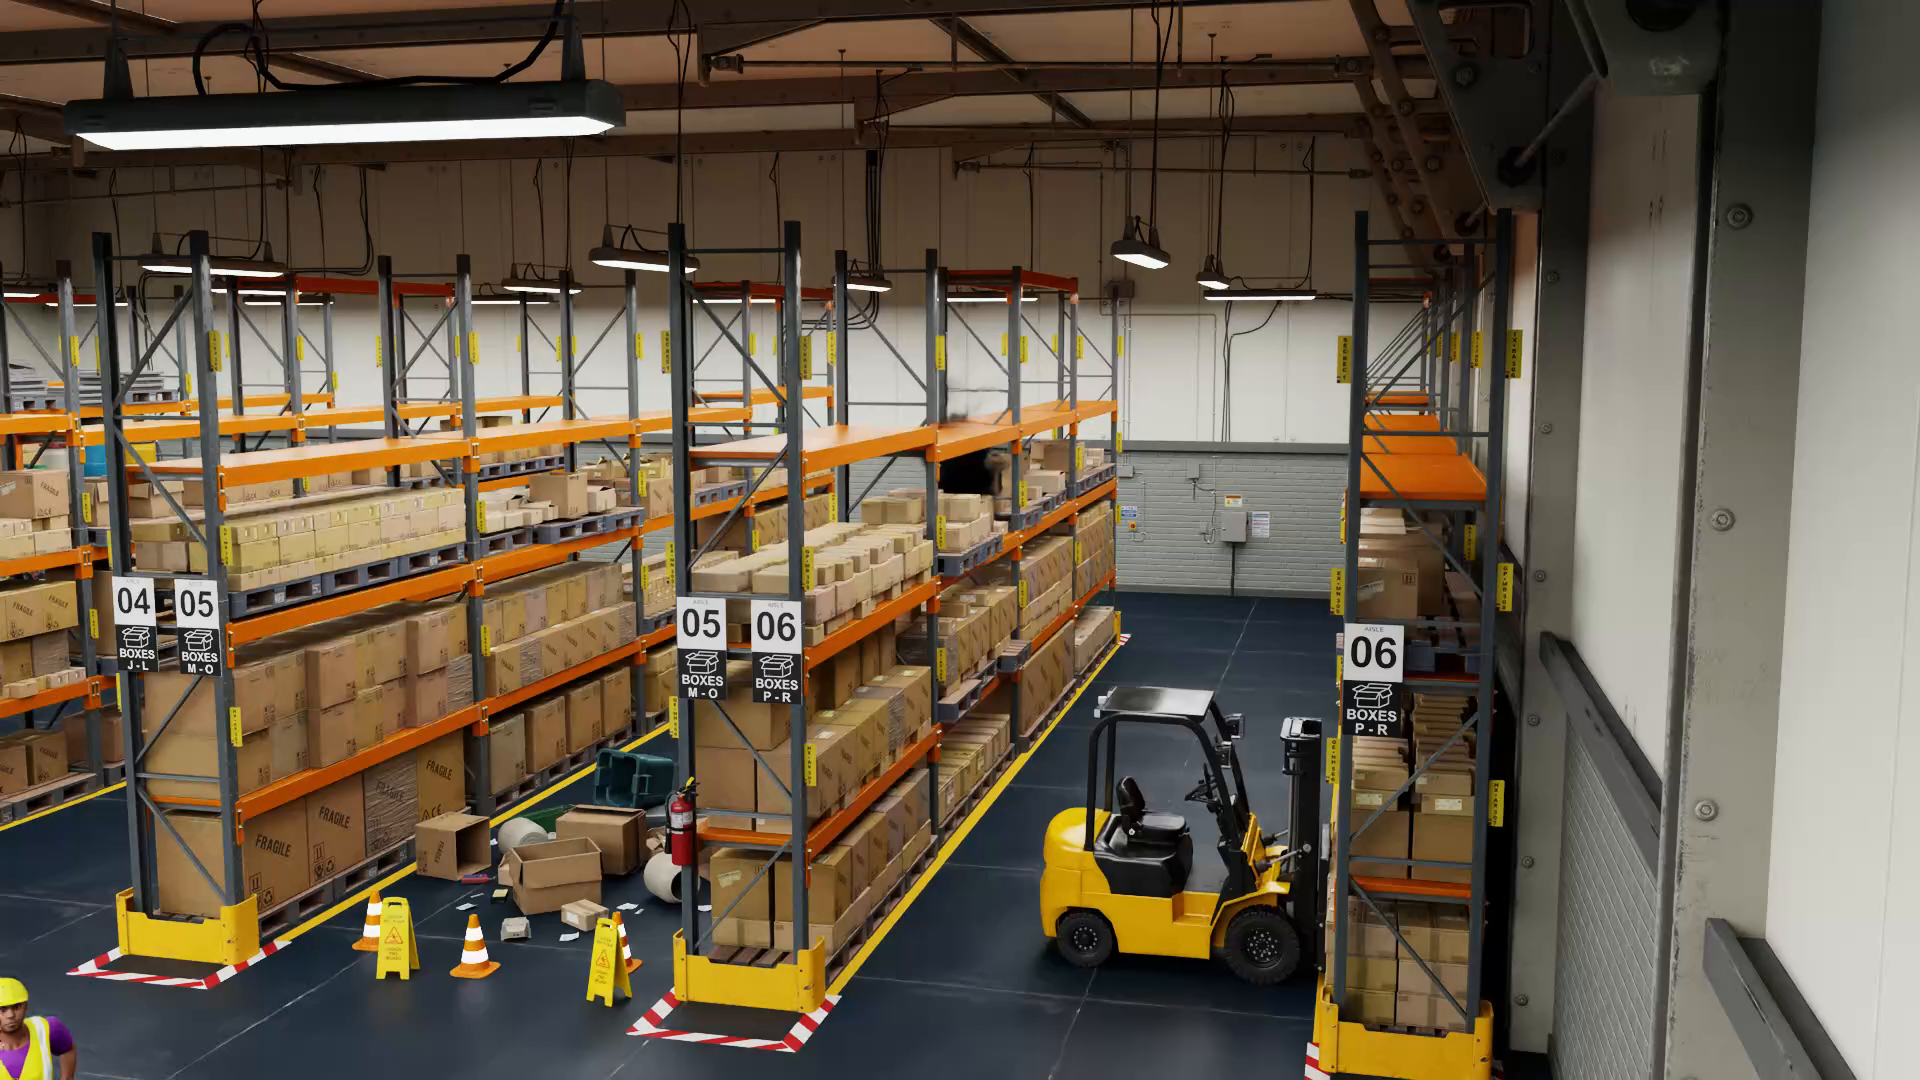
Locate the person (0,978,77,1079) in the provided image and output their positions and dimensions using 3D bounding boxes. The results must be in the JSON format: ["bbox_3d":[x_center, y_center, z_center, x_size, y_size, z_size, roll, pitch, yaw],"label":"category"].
[{"bbox_3d":[-5.094,3.206,8.933,0.693,1.775,0.913,-4,8,-33],"label":"person"}]
